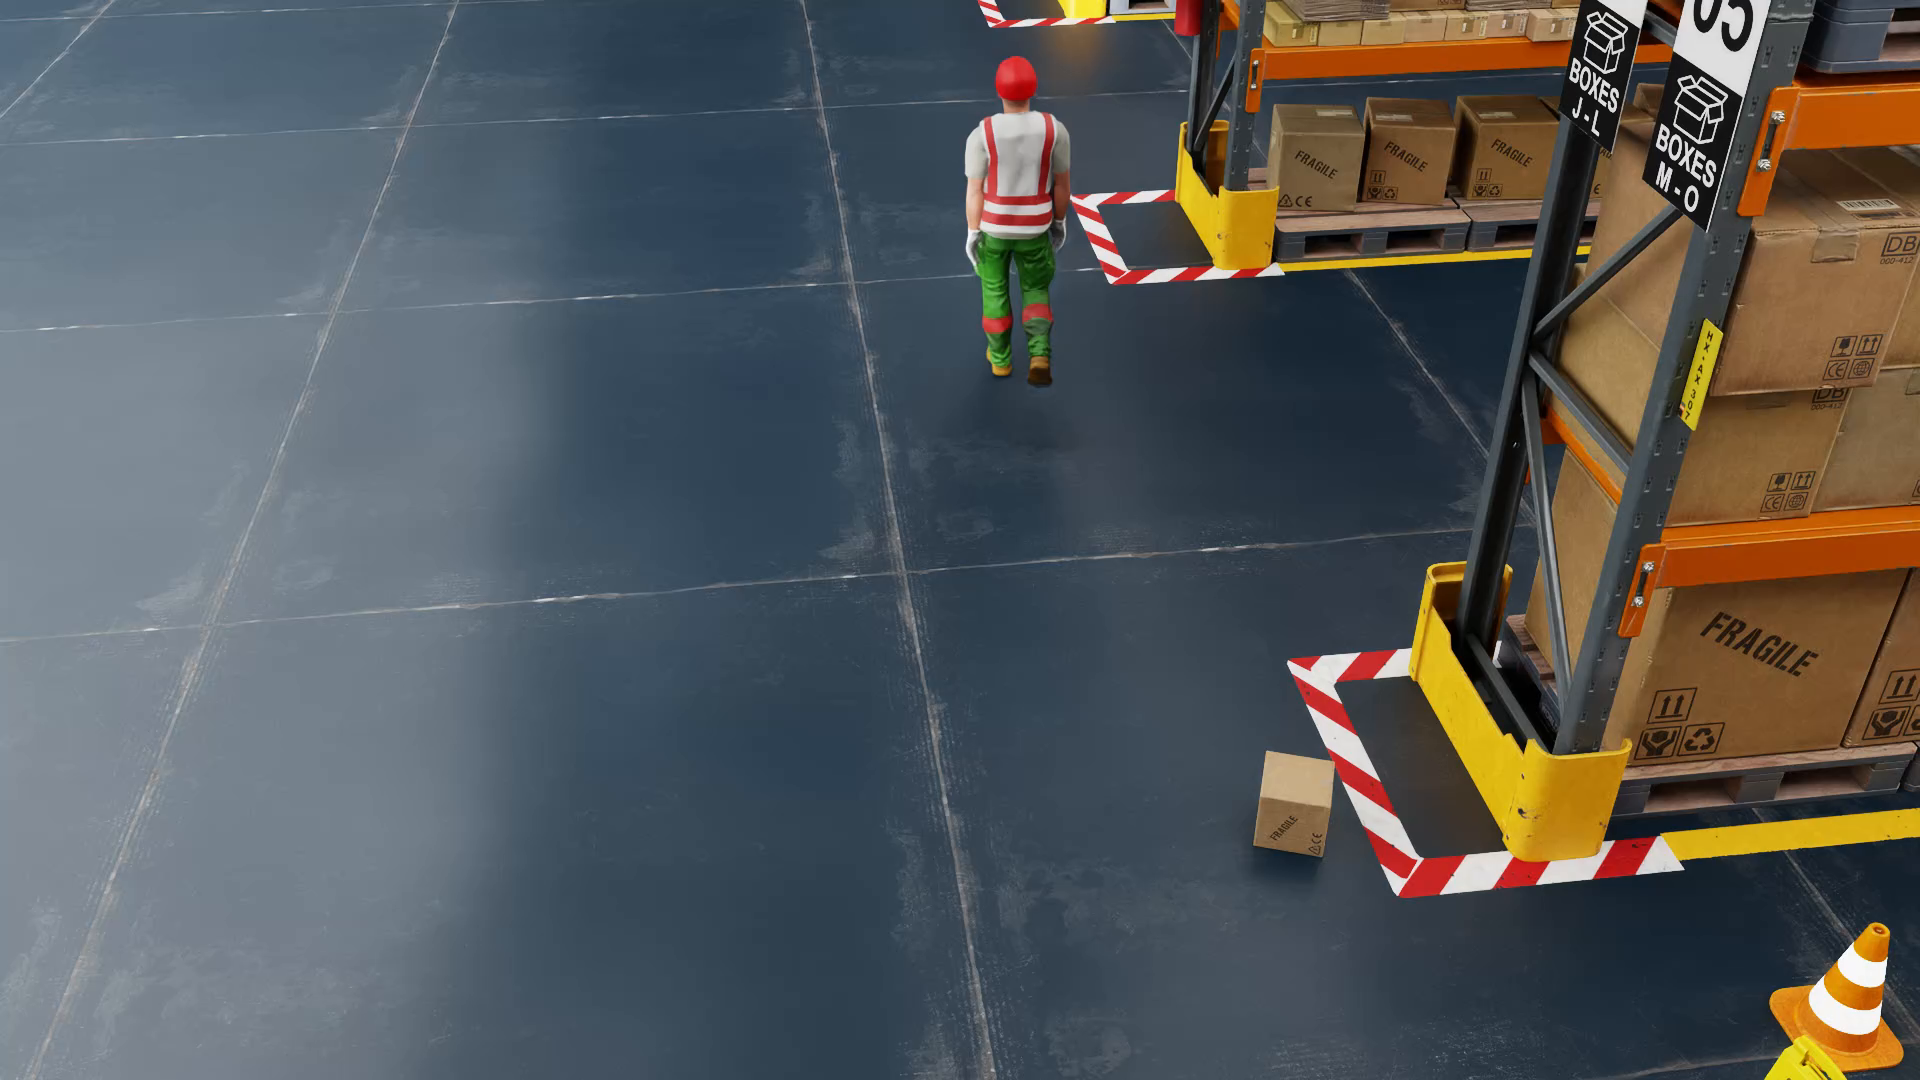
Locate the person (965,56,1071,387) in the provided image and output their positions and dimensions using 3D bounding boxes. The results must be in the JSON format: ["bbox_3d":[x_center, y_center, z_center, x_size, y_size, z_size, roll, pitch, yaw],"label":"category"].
[{"bbox_3d":[0.289,-1.564,8.386,0.534,1.771,0.772,-3,35,-4],"label":"person"}]
